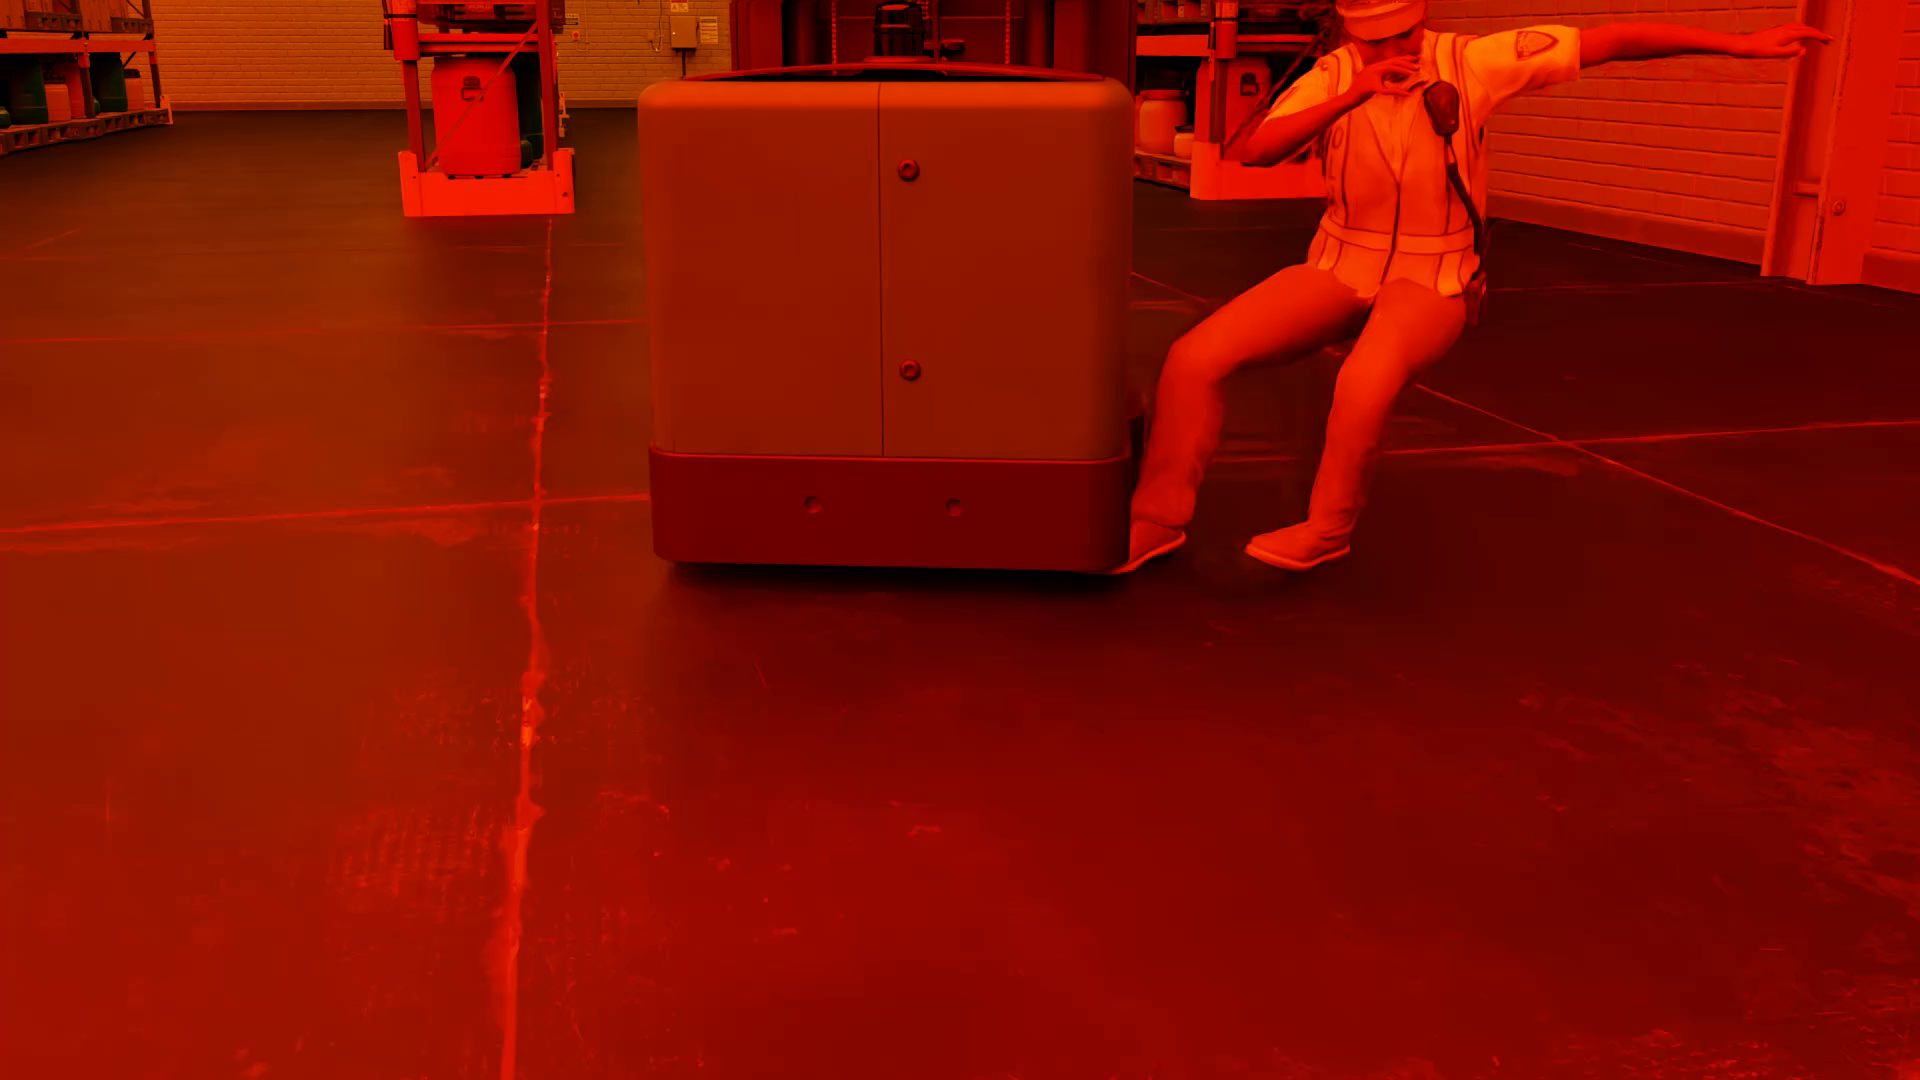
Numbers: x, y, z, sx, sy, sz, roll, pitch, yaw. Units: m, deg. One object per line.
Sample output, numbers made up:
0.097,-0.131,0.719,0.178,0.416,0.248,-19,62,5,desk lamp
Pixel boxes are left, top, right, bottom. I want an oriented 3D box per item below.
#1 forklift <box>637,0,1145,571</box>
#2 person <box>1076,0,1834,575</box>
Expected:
-0.052,-1.707,4.615,1.130,2.935,3.031,1,17,4,forklift
0.983,-0.537,3.504,1.410,1.363,0.709,8,18,24,person
